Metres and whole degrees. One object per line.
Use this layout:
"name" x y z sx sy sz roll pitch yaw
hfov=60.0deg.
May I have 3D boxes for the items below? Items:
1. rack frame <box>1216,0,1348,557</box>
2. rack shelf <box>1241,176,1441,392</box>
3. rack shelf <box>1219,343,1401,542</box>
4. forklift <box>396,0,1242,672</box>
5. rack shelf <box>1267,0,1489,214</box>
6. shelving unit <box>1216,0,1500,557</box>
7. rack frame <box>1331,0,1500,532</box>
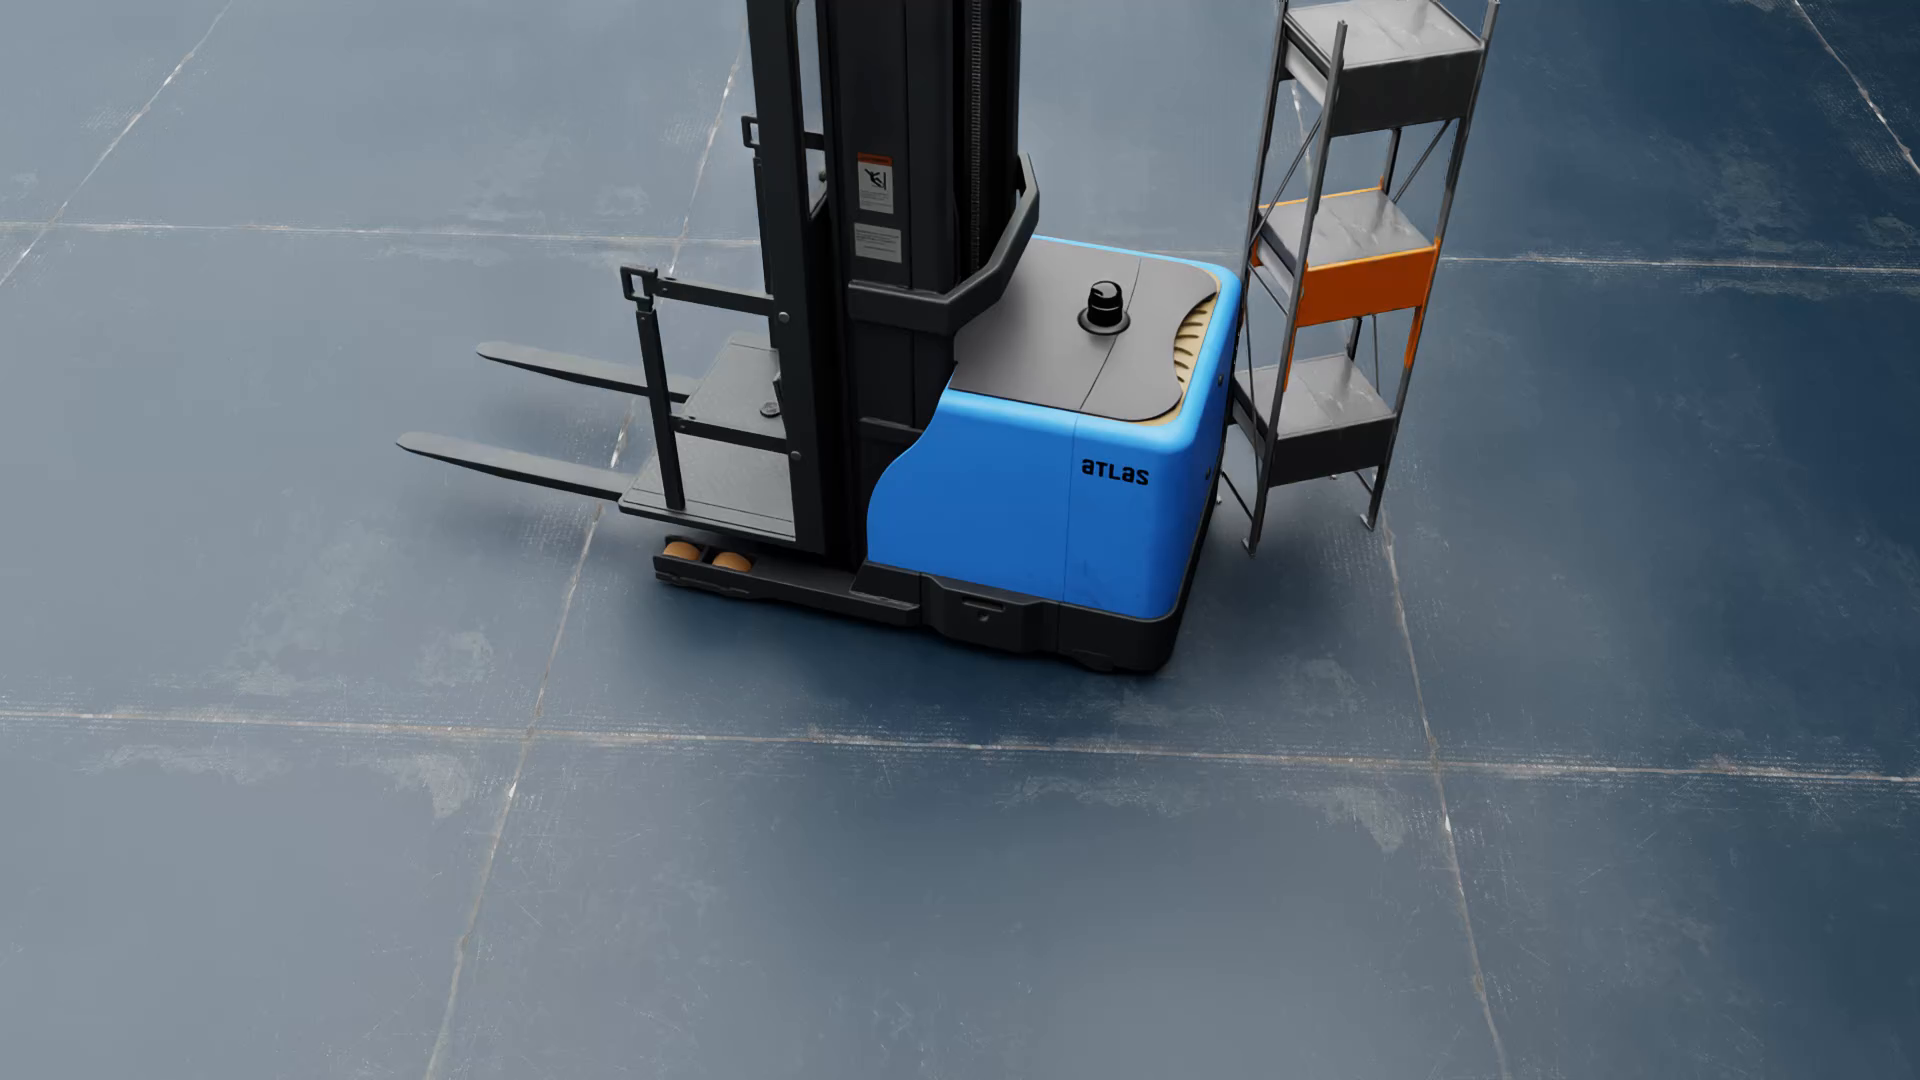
"rack frame" 1.038 -0.836 5.602 0.015 2.100 0.400 -11 44 -12
"rack shelf" 1.272 -0.873 5.663 0.480 0.518 0.431 -11 44 -12
"rack shelf" 1.268 -0.362 6.142 0.480 0.518 0.431 -11 44 -12
"forklift" -0.601 -1.197 5.384 3.031 2.935 1.130 12 44 12
"rack shelf" 1.276 -1.384 5.185 0.480 0.518 0.431 -11 44 -12
"shelving unit" 1.272 -0.883 5.654 0.503 2.100 0.431 -11 44 -12
"rack frame" 1.506 -0.929 5.706 0.015 2.100 0.400 -11 44 -12
